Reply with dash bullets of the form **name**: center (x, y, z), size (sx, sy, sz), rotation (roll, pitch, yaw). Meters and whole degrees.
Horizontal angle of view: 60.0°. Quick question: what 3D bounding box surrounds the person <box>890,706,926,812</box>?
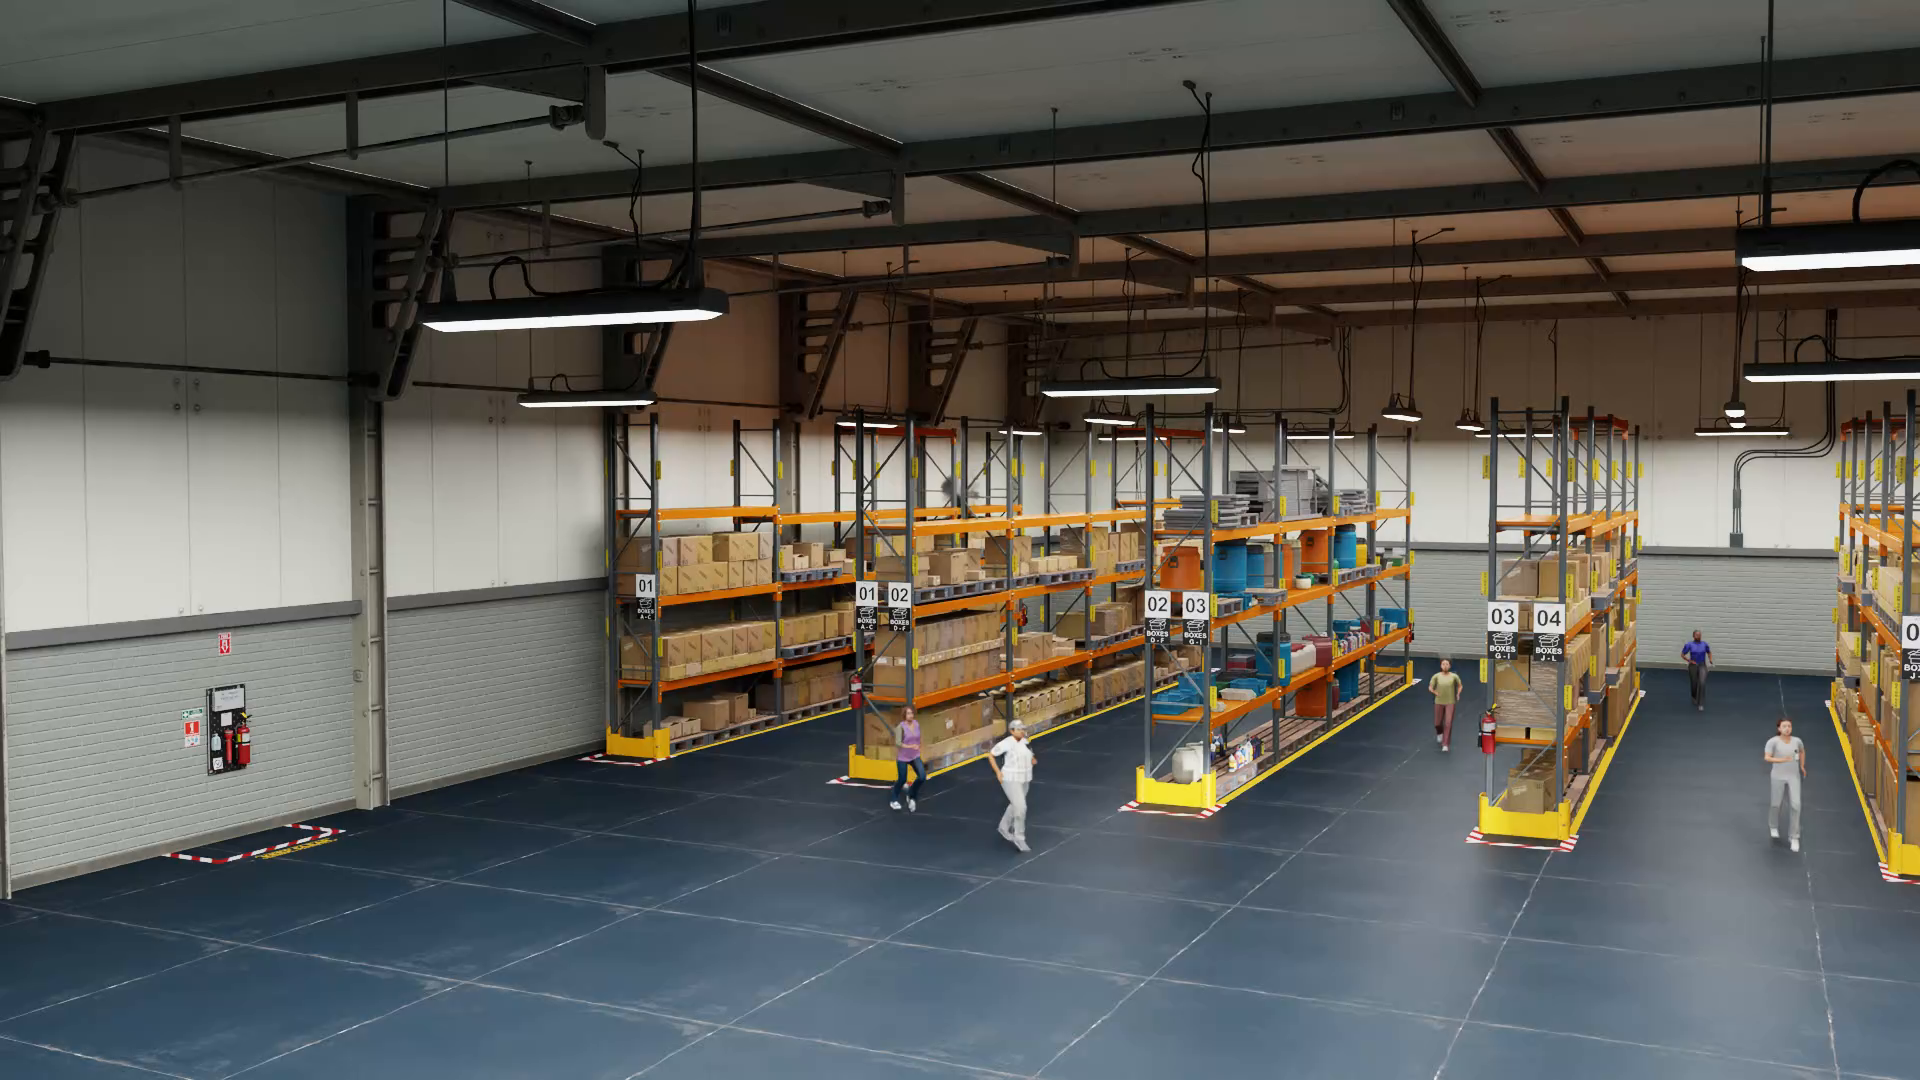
- **person**: center (-0.728, 3.175, 24.168), size (0.548, 1.551, 0.787), rotation (-1, 3, -29)

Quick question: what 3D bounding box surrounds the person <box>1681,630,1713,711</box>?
- **person**: center (15.481, 2.729, 34.932), size (0.628, 1.683, 0.786), rotation (0, 2, 11)

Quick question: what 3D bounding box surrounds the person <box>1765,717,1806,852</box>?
- **person**: center (11.012, 3.217, 22.195), size (0.543, 1.711, 0.844), rotation (1, 2, 15)

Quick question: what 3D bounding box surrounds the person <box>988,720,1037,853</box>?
- **person**: center (0.730, 3.243, 22.077), size (0.767, 1.728, 0.580), rotation (2, 3, 45)

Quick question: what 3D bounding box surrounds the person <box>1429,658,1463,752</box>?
- **person**: center (8.691, 2.931, 29.759), size (0.588, 1.632, 0.788), rotation (1, 2, 16)
